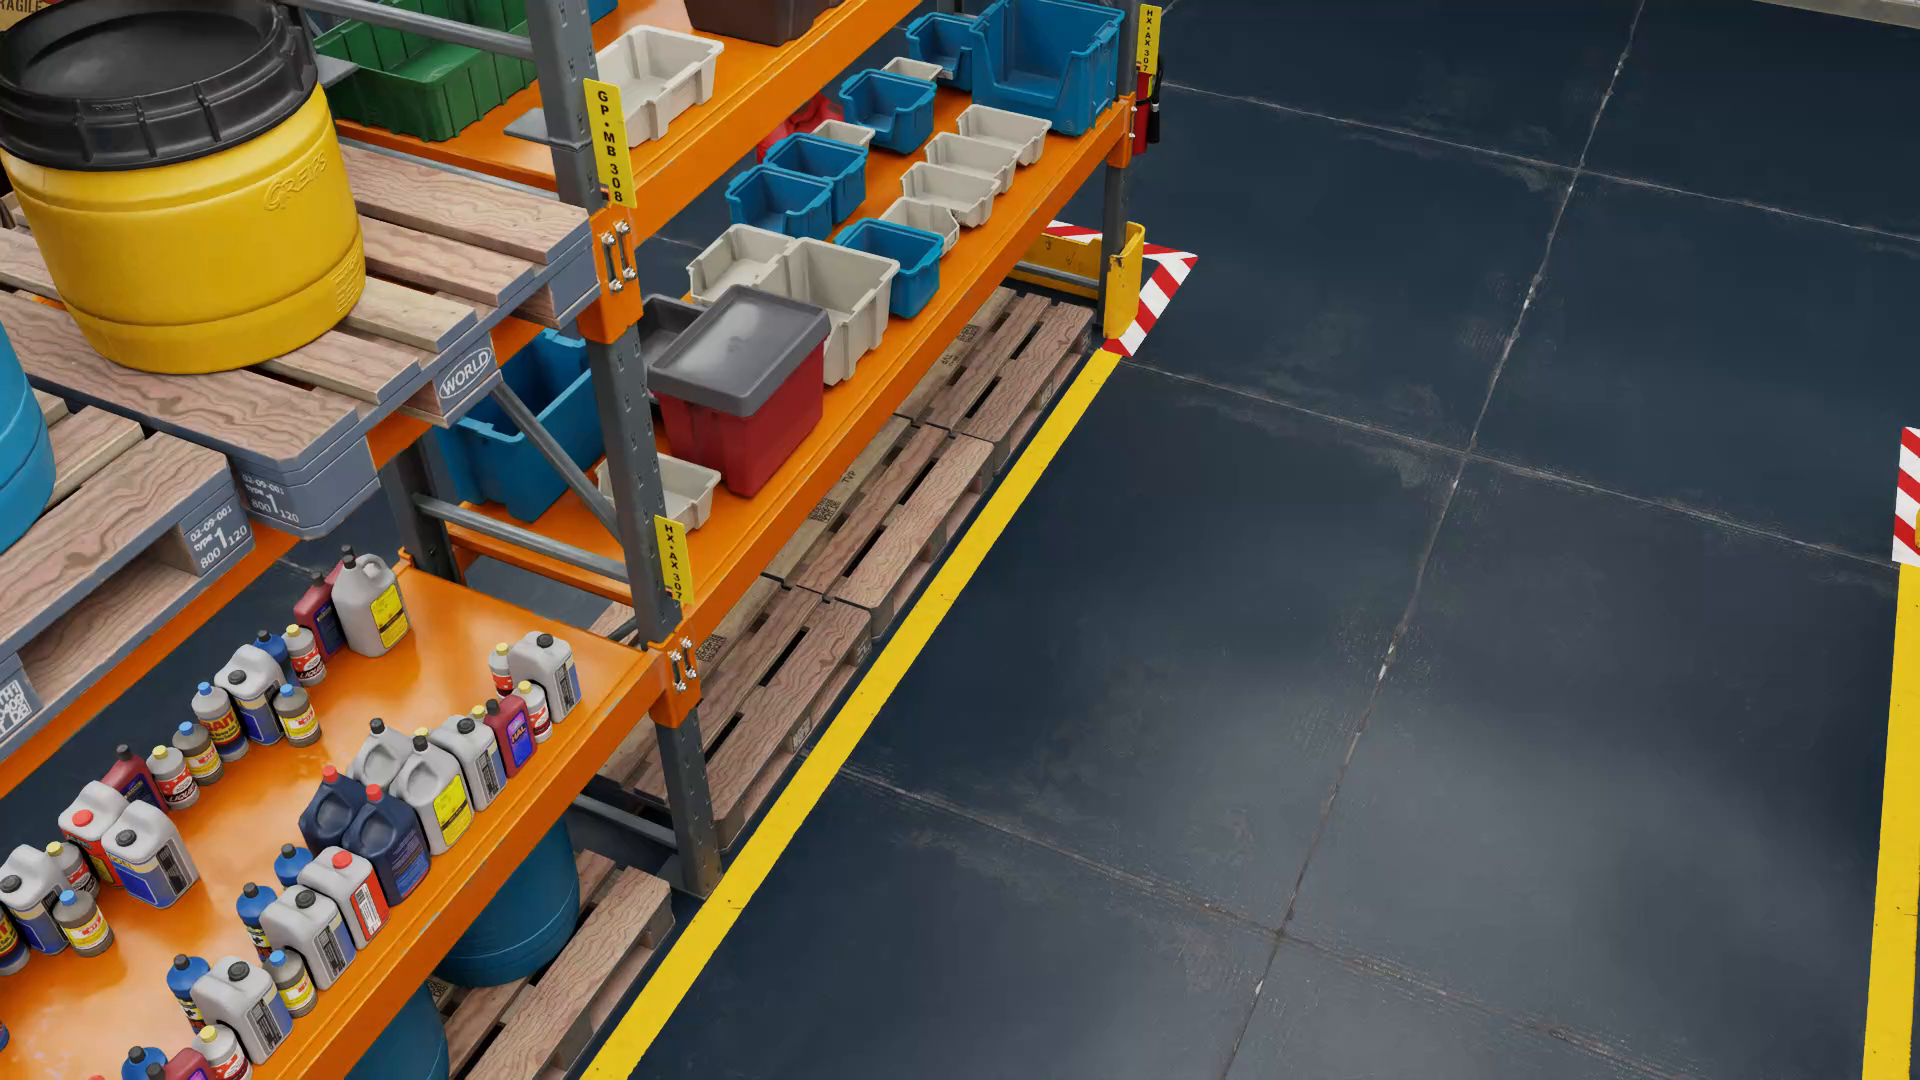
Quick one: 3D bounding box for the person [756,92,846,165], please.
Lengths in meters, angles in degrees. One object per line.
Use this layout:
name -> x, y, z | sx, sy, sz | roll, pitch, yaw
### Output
person -> -0.710, -1.442, 7.820 | 0.502, 1.782, 0.688 | 3, 42, 3
